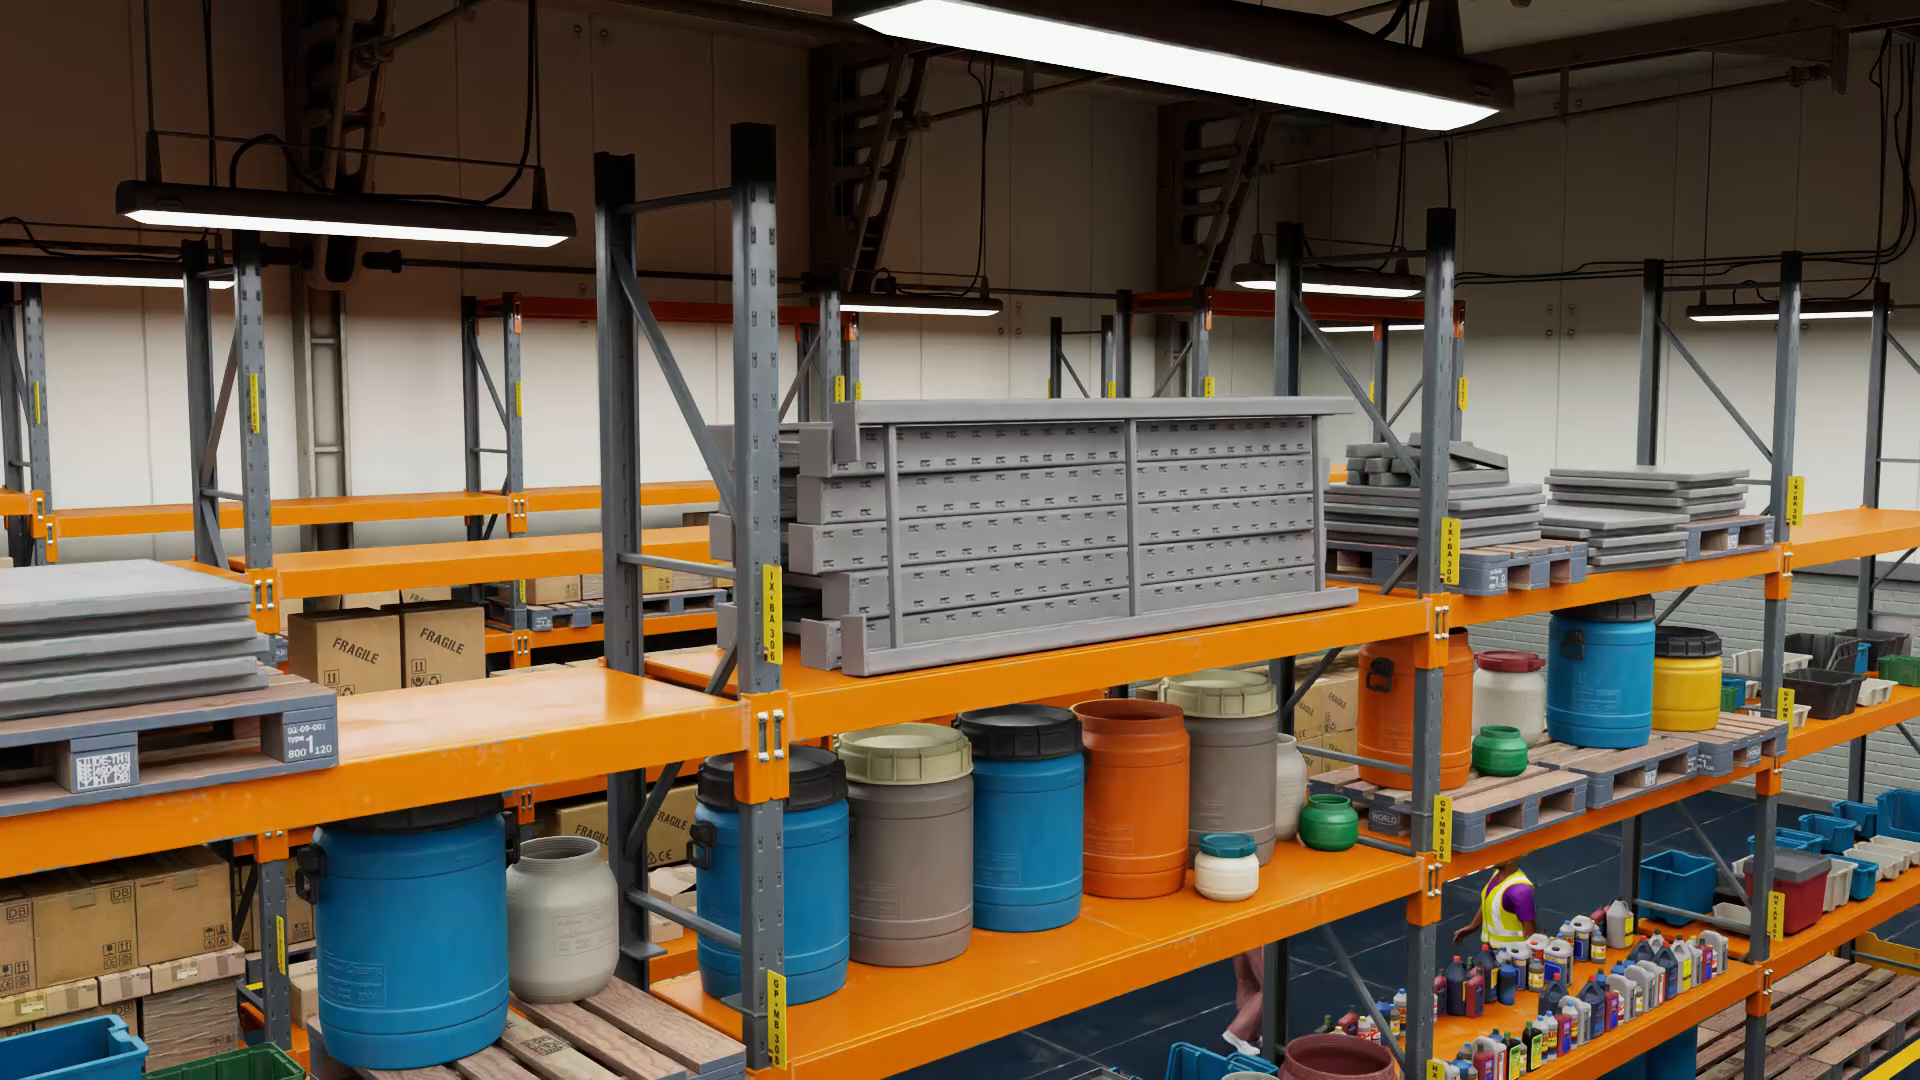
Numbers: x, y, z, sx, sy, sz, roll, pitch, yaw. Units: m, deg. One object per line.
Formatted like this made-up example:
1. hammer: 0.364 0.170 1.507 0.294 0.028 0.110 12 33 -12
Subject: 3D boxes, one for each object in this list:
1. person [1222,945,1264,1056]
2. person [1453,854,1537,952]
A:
1. person: 2.216 3.131 12.802 0.522 1.670 0.504 -3 6 -30
2. person: 4.104 3.082 12.717 1.048 1.708 0.700 -2 6 -16
